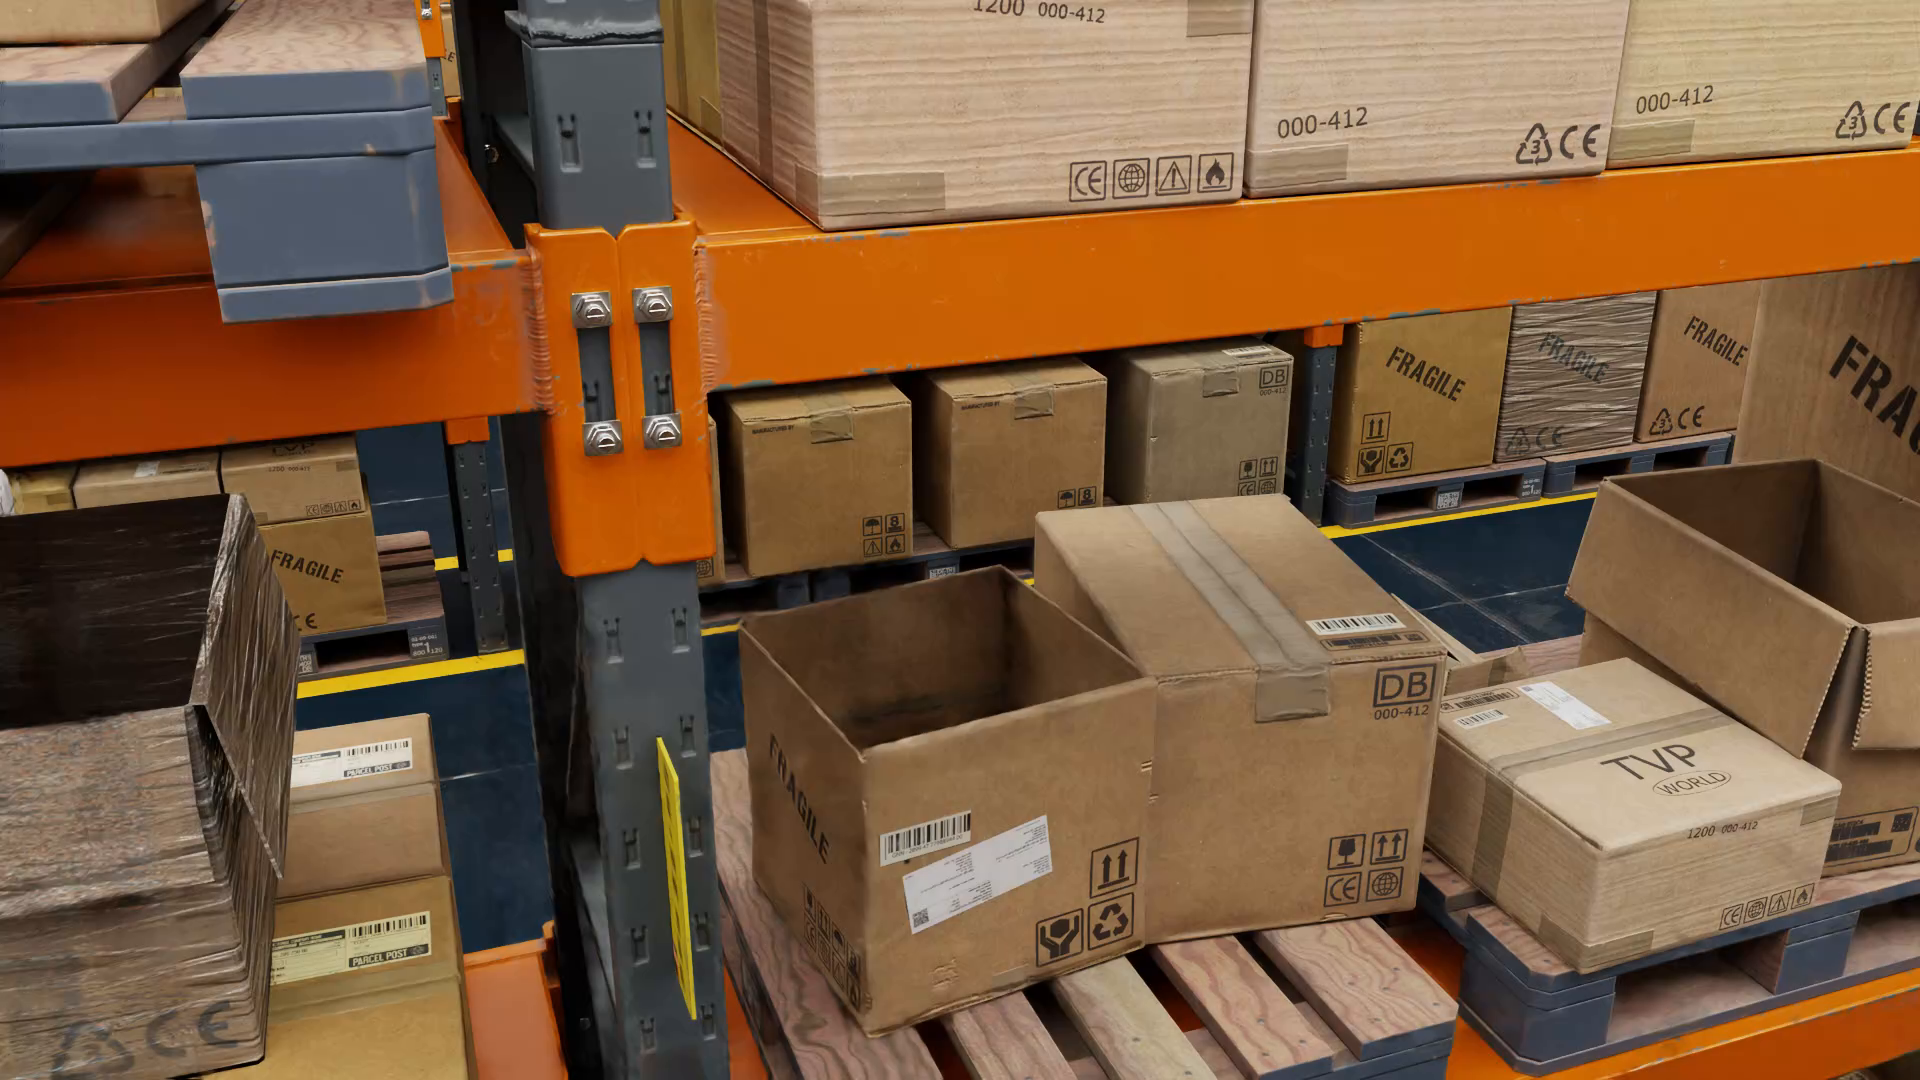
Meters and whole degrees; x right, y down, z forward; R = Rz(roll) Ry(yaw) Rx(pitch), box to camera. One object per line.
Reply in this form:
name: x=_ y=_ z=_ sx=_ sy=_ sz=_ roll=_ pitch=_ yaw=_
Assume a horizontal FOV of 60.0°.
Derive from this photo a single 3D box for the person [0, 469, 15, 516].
person: x=-3.150 y=0.327 z=5.308 sx=0.502 sy=1.752 sz=0.483 roll=-8 pitch=24 yaw=-18
